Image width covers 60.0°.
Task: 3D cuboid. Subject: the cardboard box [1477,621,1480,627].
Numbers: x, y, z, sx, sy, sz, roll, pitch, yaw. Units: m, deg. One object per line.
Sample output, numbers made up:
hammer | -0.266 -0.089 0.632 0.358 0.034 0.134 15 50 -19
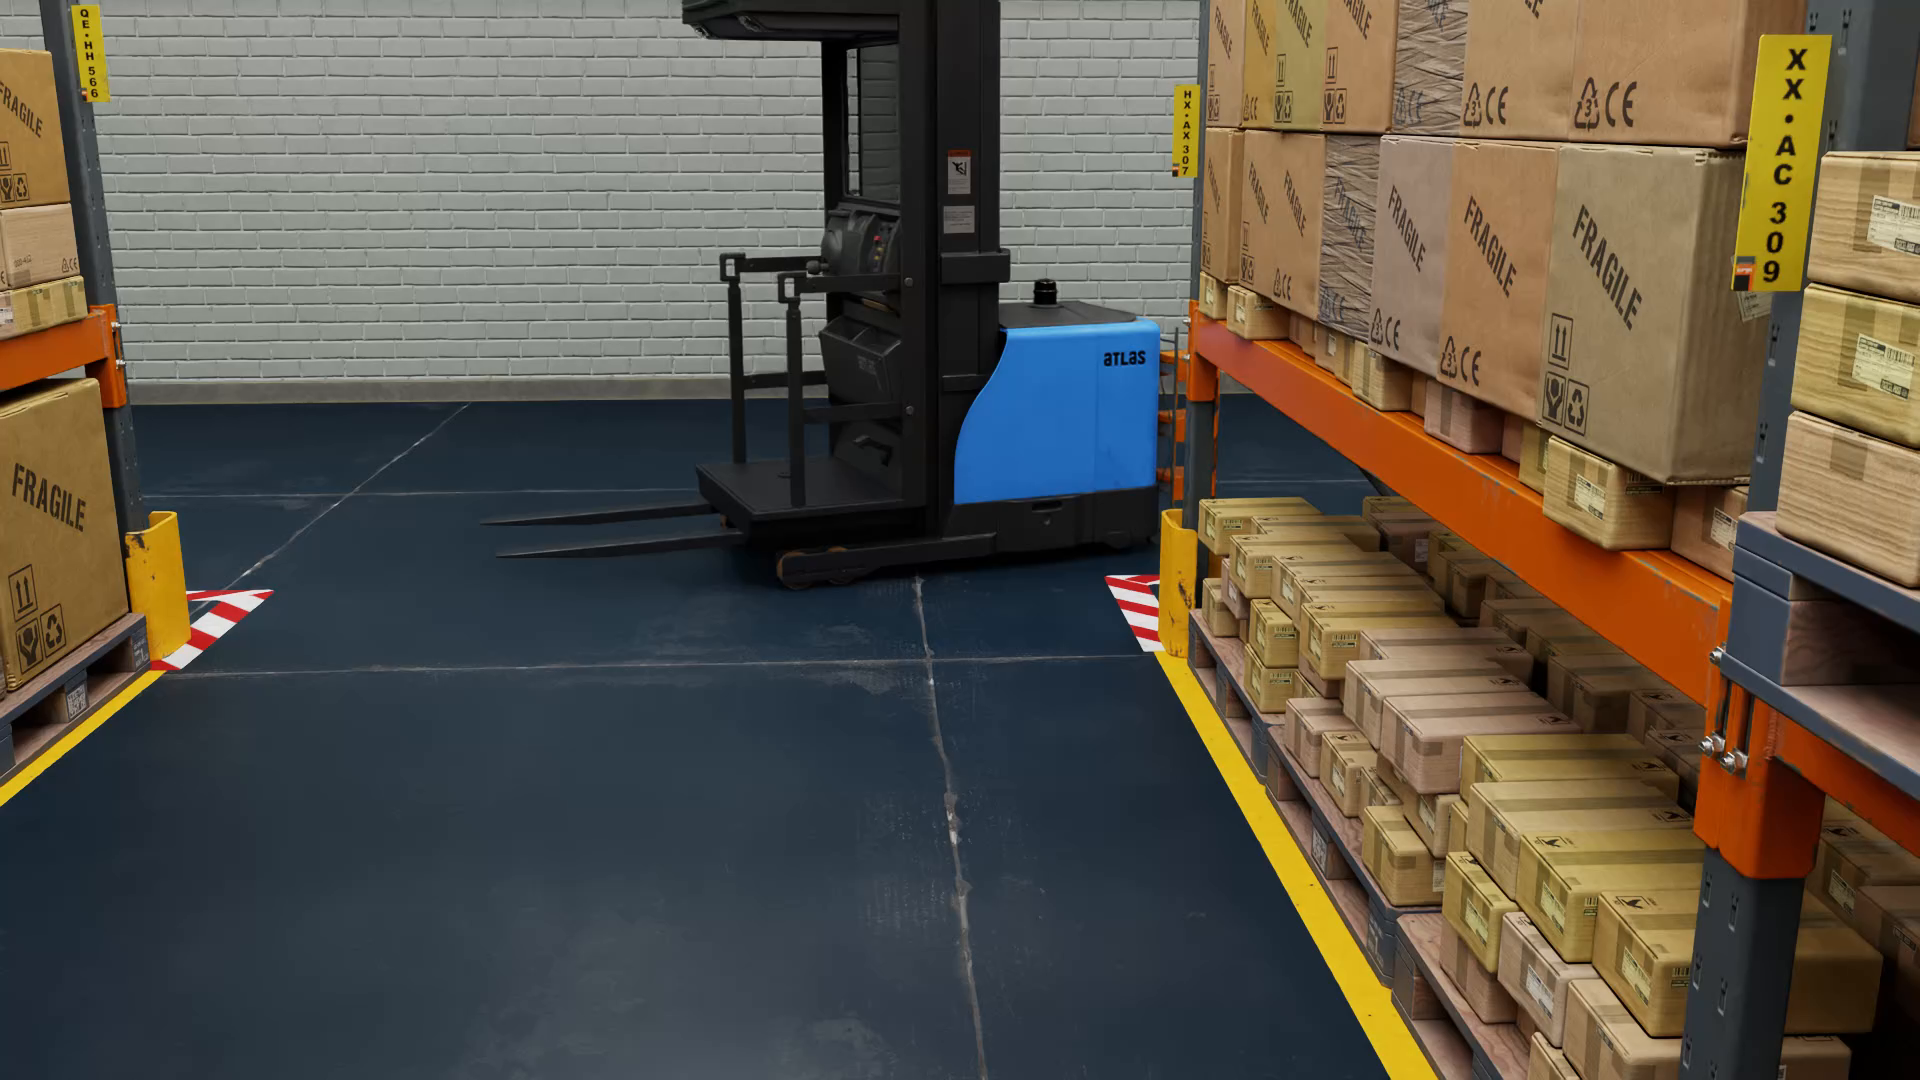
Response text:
cardboard box | 1.762 0.344 4.951 0.380 0.149 0.250 -1 14 -3

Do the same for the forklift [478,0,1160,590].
forklift | -0.633 -1.353 7.403 3.031 2.935 1.130 -6 15 -21

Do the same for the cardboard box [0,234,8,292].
cardboard box | -3.265 -0.851 5.019 0.500 0.250 0.500 -1 14 -4

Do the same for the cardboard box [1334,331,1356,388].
cardboard box | 1.206 -0.479 4.374 0.380 0.149 0.250 0 14 -1

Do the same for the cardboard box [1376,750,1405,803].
cardboard box | 1.264 0.553 4.138 0.380 0.149 0.250 -2 15 -6

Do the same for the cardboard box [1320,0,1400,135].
cardboard box | 1.211 -1.253 4.073 0.500 0.500 0.500 -1 14 -5

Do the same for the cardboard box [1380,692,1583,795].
cardboard box | 1.207 0.469 3.868 0.380 0.149 0.250 -2 15 -6

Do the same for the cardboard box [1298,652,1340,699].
cardboard box | 1.225 0.352 4.920 0.380 0.149 0.250 -2 15 -6

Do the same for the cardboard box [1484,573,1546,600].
cardboard box | 1.778 0.200 4.913 0.380 0.149 0.250 0 14 -1

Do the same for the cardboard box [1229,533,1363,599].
cardboard box | 1.084 0.082 5.372 0.380 0.149 0.250 -1 14 -4

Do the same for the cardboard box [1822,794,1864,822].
cardboard box | 1.776 0.590 3.400 0.380 0.149 0.250 -1 14 -4

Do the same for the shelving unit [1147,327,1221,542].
shelving unit | 1.058 -0.498 7.856 0.252 1.050 0.215 -7 16 -26

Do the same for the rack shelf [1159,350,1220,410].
rack shelf | 1.058 -0.763 7.788 0.240 0.259 0.215 -7 16 -26

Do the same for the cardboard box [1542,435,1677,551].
cardboard box | 1.238 -0.087 2.850 0.380 0.149 0.250 -1 14 -5

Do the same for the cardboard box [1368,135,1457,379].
cardboard box | 1.241 -0.640 3.698 0.500 0.500 0.500 -1 14 -4

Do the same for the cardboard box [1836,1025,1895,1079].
cardboard box | 1.895 0.936 3.246 0.380 0.149 0.250 0 14 -2

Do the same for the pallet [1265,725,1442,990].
pallet | 1.458 0.801 4.491 1.003 0.211 1.213 -1 14 -3

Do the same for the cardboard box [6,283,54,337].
cardboard box | -3.222 -0.753 5.436 0.380 0.149 0.250 -1 14 -3

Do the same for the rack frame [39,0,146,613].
rack frame | -3.591 -1.023 5.981 1.000 3.000 0.127 -1 14 -3

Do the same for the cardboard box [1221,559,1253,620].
cardboard box | 1.103 0.163 5.657 0.380 0.149 0.250 -1 14 -4

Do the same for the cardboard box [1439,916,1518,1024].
cardboard box | 1.236 0.875 3.483 0.380 0.149 0.250 -1 14 -5

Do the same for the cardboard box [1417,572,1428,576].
cardboard box | 1.646 0.152 5.698 0.380 0.149 0.250 -1 14 -5

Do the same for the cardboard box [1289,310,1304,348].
cardboard box | 1.232 -0.674 5.130 0.380 0.149 0.250 0 14 -1

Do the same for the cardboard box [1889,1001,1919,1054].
cardboard box | 1.911 0.859 2.950 0.380 0.149 0.250 0 14 -1

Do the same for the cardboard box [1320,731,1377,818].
cardboard box | 1.188 0.623 4.463 0.380 0.149 0.250 -1 14 -3

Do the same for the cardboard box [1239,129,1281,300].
cardboard box | 1.176 -1.018 5.165 0.500 0.500 0.500 -1 14 -3

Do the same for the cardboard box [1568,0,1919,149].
cardboard box | 1.315 -0.869 2.578 0.500 0.500 0.500 -1 14 -5

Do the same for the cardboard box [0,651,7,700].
cardboard box | -3.415 0.187 4.700 0.875 0.875 0.875 -1 14 -3

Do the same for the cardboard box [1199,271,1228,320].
cardboard box | 1.059 -0.867 5.879 0.380 0.149 0.250 -1 14 -4

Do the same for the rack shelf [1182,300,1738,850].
rack shelf | 1.490 -0.228 4.337 1.077 0.370 4.000 -1 14 -3

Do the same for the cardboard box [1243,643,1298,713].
cardboard box | 1.105 0.429 5.216 0.380 0.149 0.250 -1 14 -3

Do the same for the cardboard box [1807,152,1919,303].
cardboard box | 1.179 -0.344 1.811 0.380 0.149 0.250 0 14 -1

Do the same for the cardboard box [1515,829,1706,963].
cardboard box | 1.276 0.663 3.116 0.380 0.149 0.250 -1 14 -3

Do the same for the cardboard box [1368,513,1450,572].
cardboard box | 1.610 0.006 5.667 0.380 0.149 0.250 -1 14 -2

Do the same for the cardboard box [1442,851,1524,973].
cardboard box | 1.214 0.747 3.384 0.380 0.149 0.250 -1 14 -5

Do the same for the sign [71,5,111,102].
sign | -3.048 -1.703 5.826 0.100 0.325 0.005 -1 14 -3

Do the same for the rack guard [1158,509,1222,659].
rack guard | 1.371 0.156 6.419 1.175 0.500 0.348 -1 14 -3

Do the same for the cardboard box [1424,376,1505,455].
cardboard box | 1.243 -0.286 3.623 0.380 0.149 0.250 -2 15 -6

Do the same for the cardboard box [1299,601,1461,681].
cardboard box | 1.161 0.278 4.612 0.380 0.149 0.250 -1 14 -3

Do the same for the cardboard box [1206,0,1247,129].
cardboard box | 1.129 -1.635 5.557 0.500 0.500 0.500 -1 14 -4

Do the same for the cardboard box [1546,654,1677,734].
cardboard box | 1.704 0.394 4.160 0.380 0.149 0.250 -1 15 -6
